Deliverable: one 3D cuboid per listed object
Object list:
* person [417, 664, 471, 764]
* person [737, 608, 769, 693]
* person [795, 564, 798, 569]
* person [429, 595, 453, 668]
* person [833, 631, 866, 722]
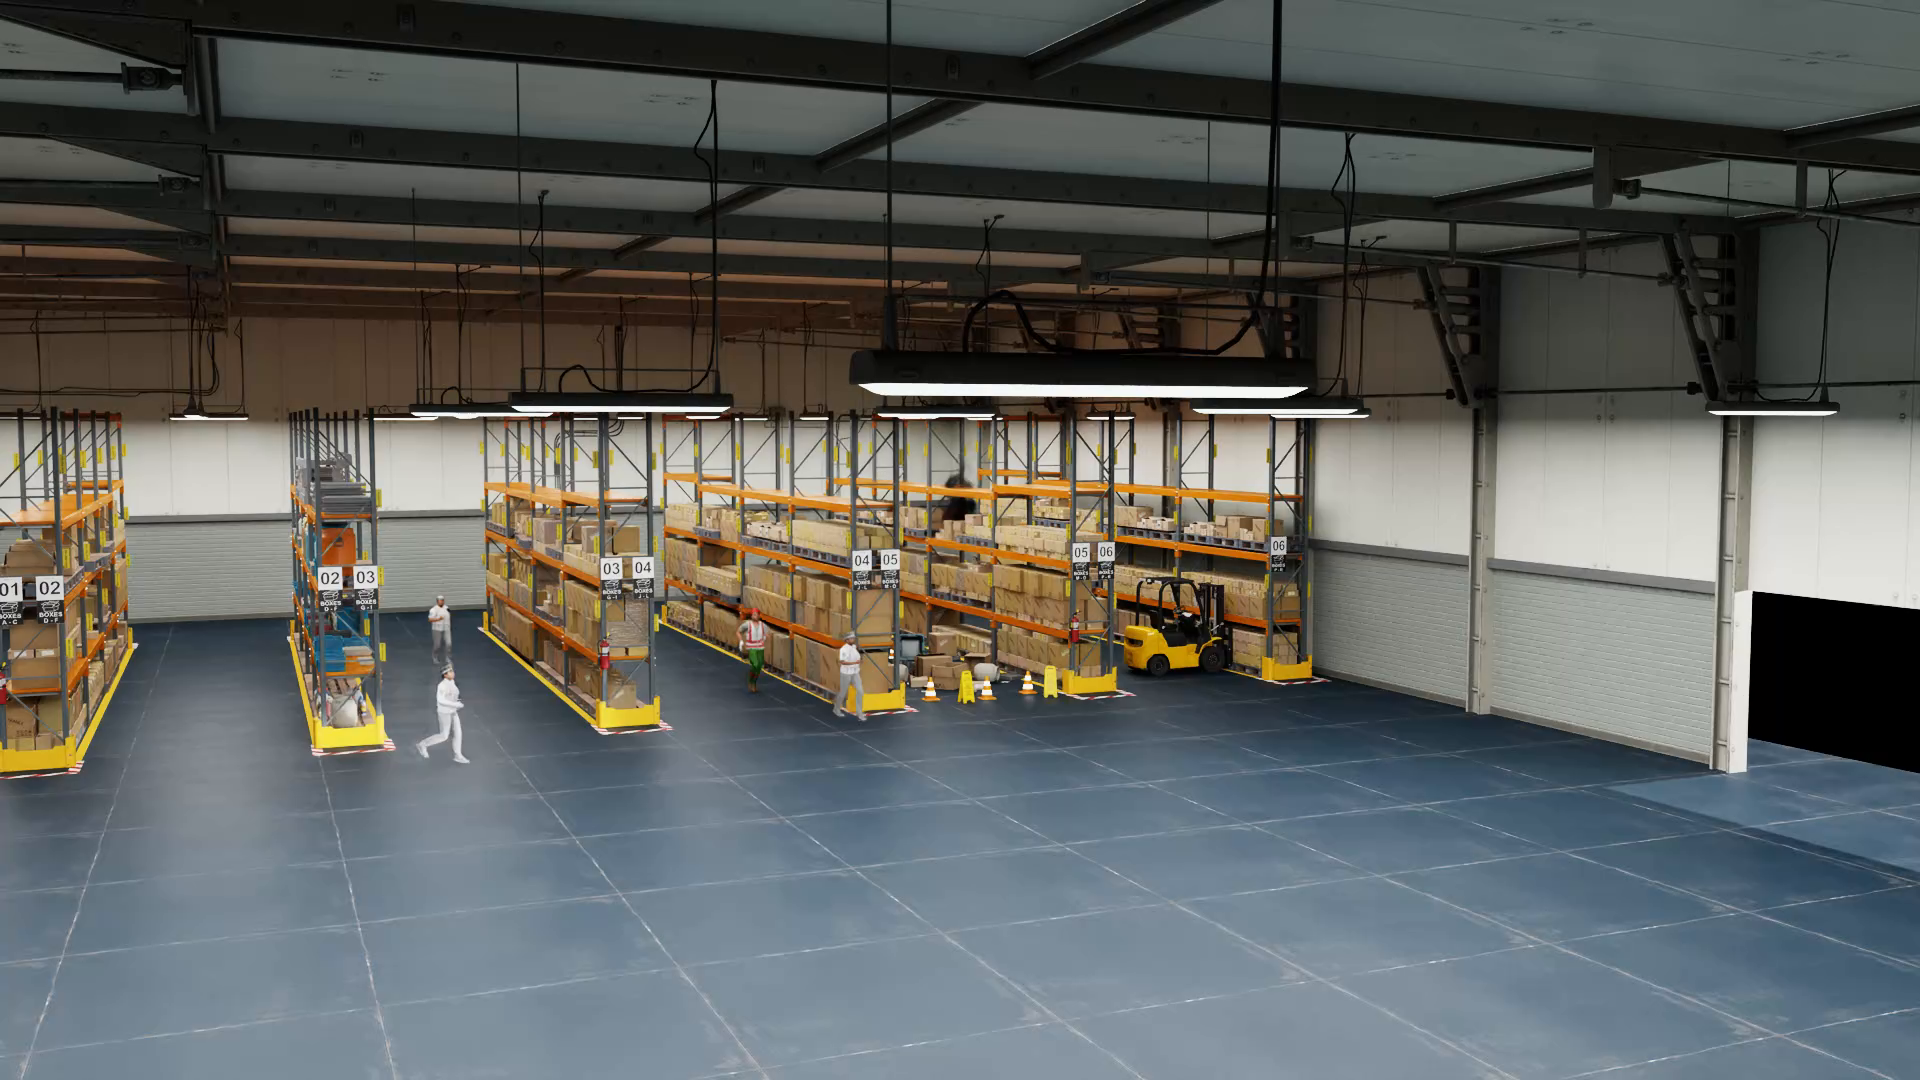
[{"bbox_3d":[-8.694,2.925,28.049,0.867,1.702,0.626,0,4,5],"label":"person"},{"bbox_3d":[-4.355,2.349,35.413,0.641,1.792,0.709,-2,5,-31],"label":"person"},{"bbox_3d":[-5.109,1.365,50.837,0.494,1.604,0.639,-1,4,-15],"label":"person"},{"bbox_3d":[-12.171,2.150,39.011,0.596,1.706,0.776,-3,5,-37],"label":"person"},{"bbox_3d":[-2.131,2.614,32.145,0.760,1.739,0.576,3,5,40],"label":"person"}]
